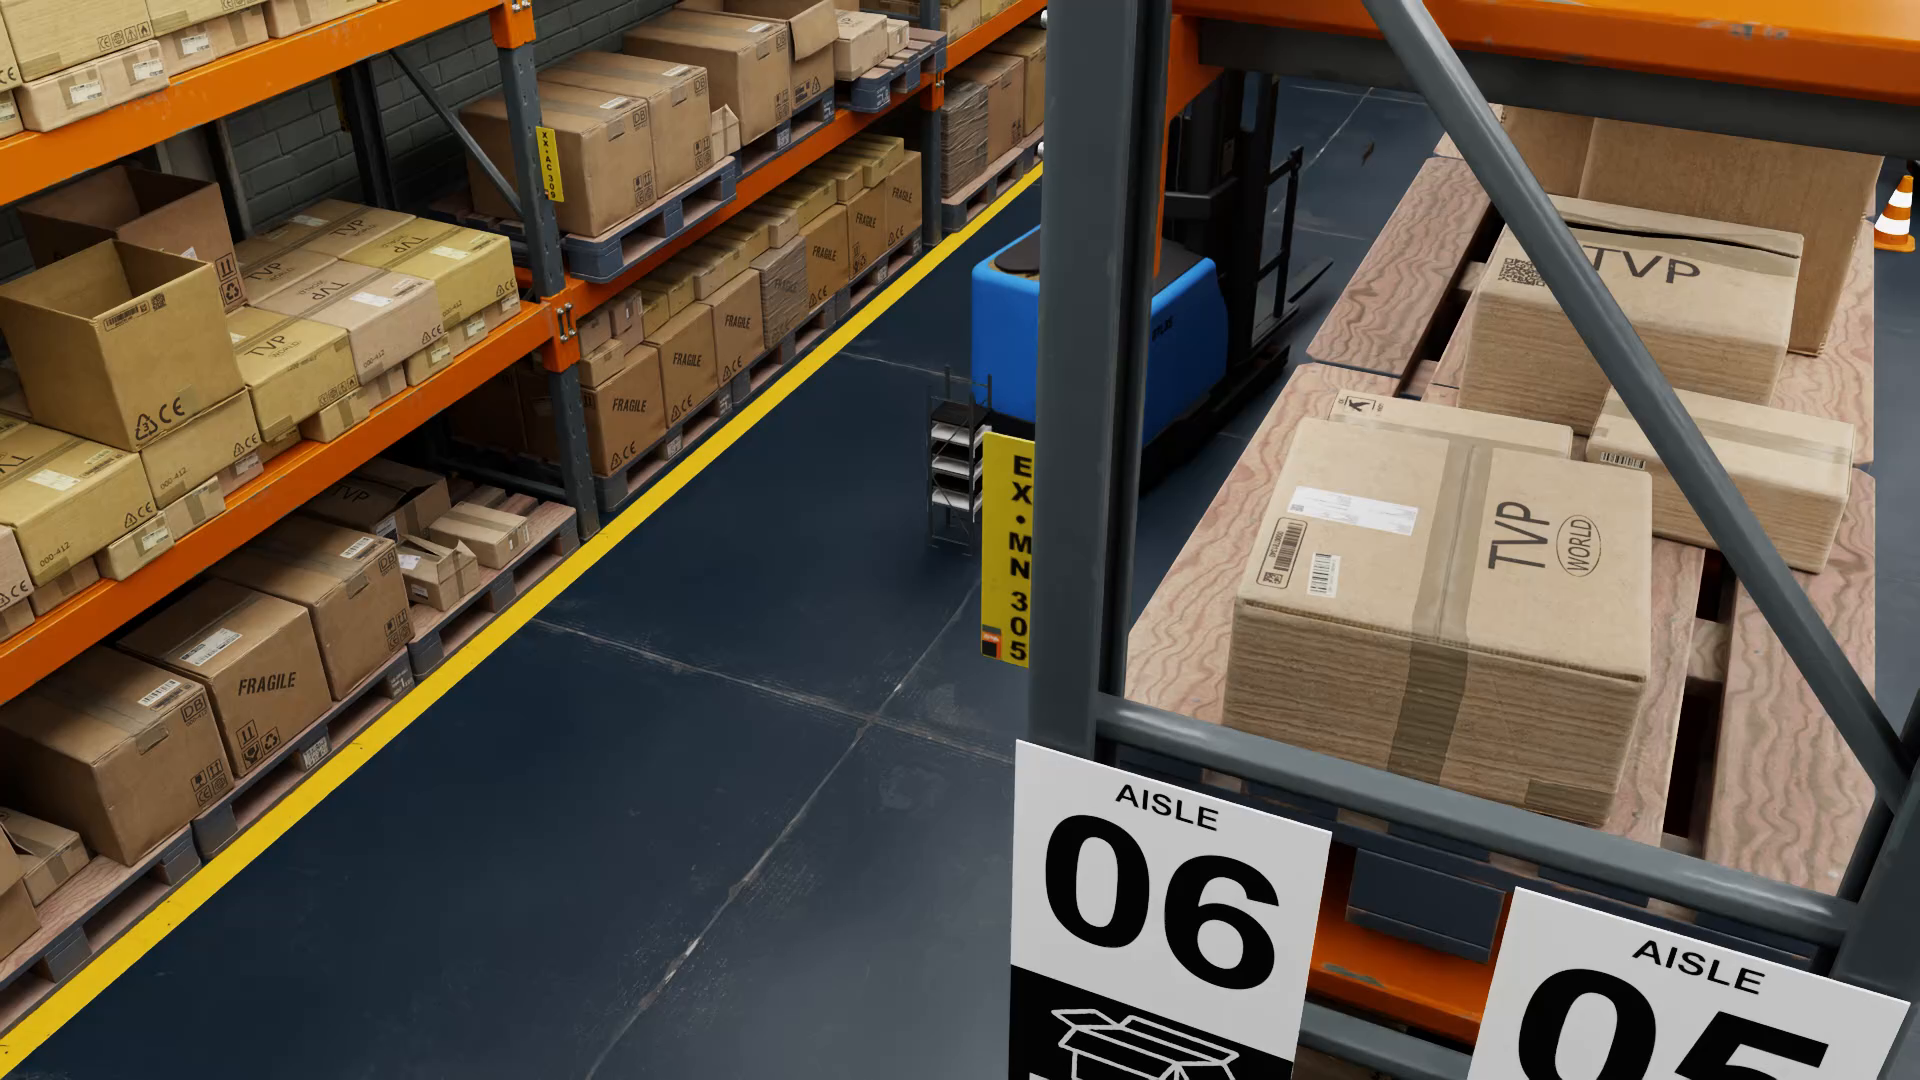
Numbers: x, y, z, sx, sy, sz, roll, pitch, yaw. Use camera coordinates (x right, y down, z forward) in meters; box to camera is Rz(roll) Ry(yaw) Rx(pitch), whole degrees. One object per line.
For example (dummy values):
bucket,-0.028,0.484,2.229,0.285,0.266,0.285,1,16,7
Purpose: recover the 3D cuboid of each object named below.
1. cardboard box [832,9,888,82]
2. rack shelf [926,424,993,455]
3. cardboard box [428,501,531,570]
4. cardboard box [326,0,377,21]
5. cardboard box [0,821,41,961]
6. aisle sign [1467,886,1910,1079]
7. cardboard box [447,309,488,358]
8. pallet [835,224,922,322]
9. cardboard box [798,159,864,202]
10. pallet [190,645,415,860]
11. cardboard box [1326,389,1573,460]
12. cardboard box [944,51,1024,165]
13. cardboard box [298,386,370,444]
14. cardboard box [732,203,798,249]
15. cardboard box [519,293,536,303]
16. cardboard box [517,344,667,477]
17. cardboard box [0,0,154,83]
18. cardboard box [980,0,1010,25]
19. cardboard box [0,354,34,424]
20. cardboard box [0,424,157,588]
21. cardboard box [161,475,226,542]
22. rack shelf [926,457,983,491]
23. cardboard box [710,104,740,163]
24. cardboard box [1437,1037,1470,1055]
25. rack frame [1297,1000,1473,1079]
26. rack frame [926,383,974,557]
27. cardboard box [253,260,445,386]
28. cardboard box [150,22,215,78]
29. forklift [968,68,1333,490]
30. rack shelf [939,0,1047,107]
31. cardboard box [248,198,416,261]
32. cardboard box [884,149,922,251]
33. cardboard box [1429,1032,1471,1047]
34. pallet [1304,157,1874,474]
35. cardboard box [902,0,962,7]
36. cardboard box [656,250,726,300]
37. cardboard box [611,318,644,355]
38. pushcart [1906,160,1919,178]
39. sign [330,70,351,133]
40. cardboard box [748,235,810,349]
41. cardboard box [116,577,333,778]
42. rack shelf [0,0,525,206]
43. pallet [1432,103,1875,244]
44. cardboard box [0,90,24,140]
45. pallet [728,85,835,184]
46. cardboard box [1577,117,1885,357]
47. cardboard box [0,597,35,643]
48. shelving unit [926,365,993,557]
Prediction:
cardboard box,-0.750,-2.891,9.677,0.500,0.250,0.500,12,35,18
rack shelf,-0.003,-0.495,7.917,0.258,0.077,0.200,14,36,20
cardboard box,-2.243,-0.024,7.768,0.380,0.149,0.250,13,35,19
cardboard box,-2.384,-2.035,6.112,0.380,0.149,0.250,15,36,22
cardboard box,-3.608,1.192,5.590,0.797,0.503,0.637,13,35,19
aisle sign,0.793,0.759,1.986,0.394,0.787,0.004,14,36,20
cardboard box,-2.269,-0.929,7.160,0.380,0.149,0.250,15,36,22
pallet,-0.949,-1.848,10.876,1.003,0.211,1.213,14,36,20
cardboard box,-0.816,-2.211,10.192,0.380,0.149,0.250,13,35,19
pallet,-3.074,0.732,6.941,1.003,0.211,1.213,14,36,20
cardboard box,0.769,-0.095,2.679,0.380,0.149,0.250,11,35,17
cardboard box,-0.063,-3.195,12.170,0.875,0.625,0.625,15,36,22
cardboard box,-2.572,-0.536,6.561,0.380,0.149,0.250,14,36,20
cardboard box,-1.160,-1.821,9.597,0.380,0.149,0.250,12,35,18
cardboard box,-2.279,-1.169,8.602,0.380,0.149,0.250,14,36,21
cardboard box,-1.869,-0.705,8.486,0.500,0.500,0.500,16,36,23
cardboard box,-2.901,-1.641,5.146,0.500,0.250,0.500,14,36,20
cardboard box,0.020,-3.729,11.339,0.500,0.250,0.500,13,36,19
cardboard box,-3.351,-0.507,6.154,0.500,0.250,0.500,14,36,20
cardboard box,-3.095,-0.124,5.568,0.500,0.250,0.500,13,36,20
cardboard box,-2.887,-0.155,5.980,0.380,0.149,0.250,15,36,22
rack shelf,-0.003,-0.344,8.015,0.258,0.077,0.200,14,36,20
cardboard box,-1.346,-2.109,8.470,0.396,0.266,0.258,16,36,23
cardboard box,1.020,1.110,2.819,0.500,0.500,0.500,13,36,19
rack frame,0.560,1.744,2.855,1.000,3.000,0.127,14,36,20
rack frame,-0.046,-0.322,7.920,0.240,0.900,0.006,14,36,20
cardboard box,-2.464,-0.885,6.729,0.500,0.250,0.500,14,36,21
cardboard box,-2.729,-1.660,5.540,0.380,0.149,0.250,15,36,21
forklift,1.269,-2.238,8.990,1.130,2.935,3.031,20,38,27
rack shelf,0.234,-4.073,12.382,1.077,0.370,4.000,14,36,20
cardboard box,-2.729,-1.262,7.305,0.500,0.250,0.500,14,36,20
cardboard box,-0.584,-2.248,10.840,0.500,0.500,0.500,15,36,22
cardboard box,1.005,0.752,2.773,0.380,0.149,0.250,15,36,22
pallet,1.370,-0.455,3.554,1.003,0.211,1.213,14,36,20
cardboard box,-0.173,-3.683,10.813,0.500,0.250,0.500,14,36,20
cardboard box,-1.501,-1.446,9.025,0.380,0.149,0.250,14,36,20
cardboard box,-1.839,-1.060,8.437,0.380,0.149,0.250,13,35,19
pushcart,7.673,-2.638,11.929,1.648,0.377,0.936,3,33,4
sign,-2.782,-1.995,7.501,0.100,0.325,0.005,14,36,20
cardboard box,-1.220,-1.477,9.664,0.500,0.500,0.500,13,35,19
cardboard box,-2.903,0.536,6.593,0.500,0.500,0.500,15,36,21
rack shelf,-3.113,-1.343,5.483,1.077,0.370,4.000,14,36,20
pallet,1.882,-1.061,4.478,1.003,0.211,1.213,14,36,20
cardboard box,-3.048,-1.278,4.958,0.380,0.149,0.250,14,36,20
pallet,-1.412,-2.328,9.240,1.003,0.211,1.213,14,36,20
cardboard box,1.540,-0.740,3.342,0.500,0.500,0.500,15,36,21
cardboard box,-3.259,0.223,5.403,0.380,0.149,0.250,15,36,22
shelving unit,-0.003,-0.372,7.997,0.258,0.900,0.210,14,36,20
